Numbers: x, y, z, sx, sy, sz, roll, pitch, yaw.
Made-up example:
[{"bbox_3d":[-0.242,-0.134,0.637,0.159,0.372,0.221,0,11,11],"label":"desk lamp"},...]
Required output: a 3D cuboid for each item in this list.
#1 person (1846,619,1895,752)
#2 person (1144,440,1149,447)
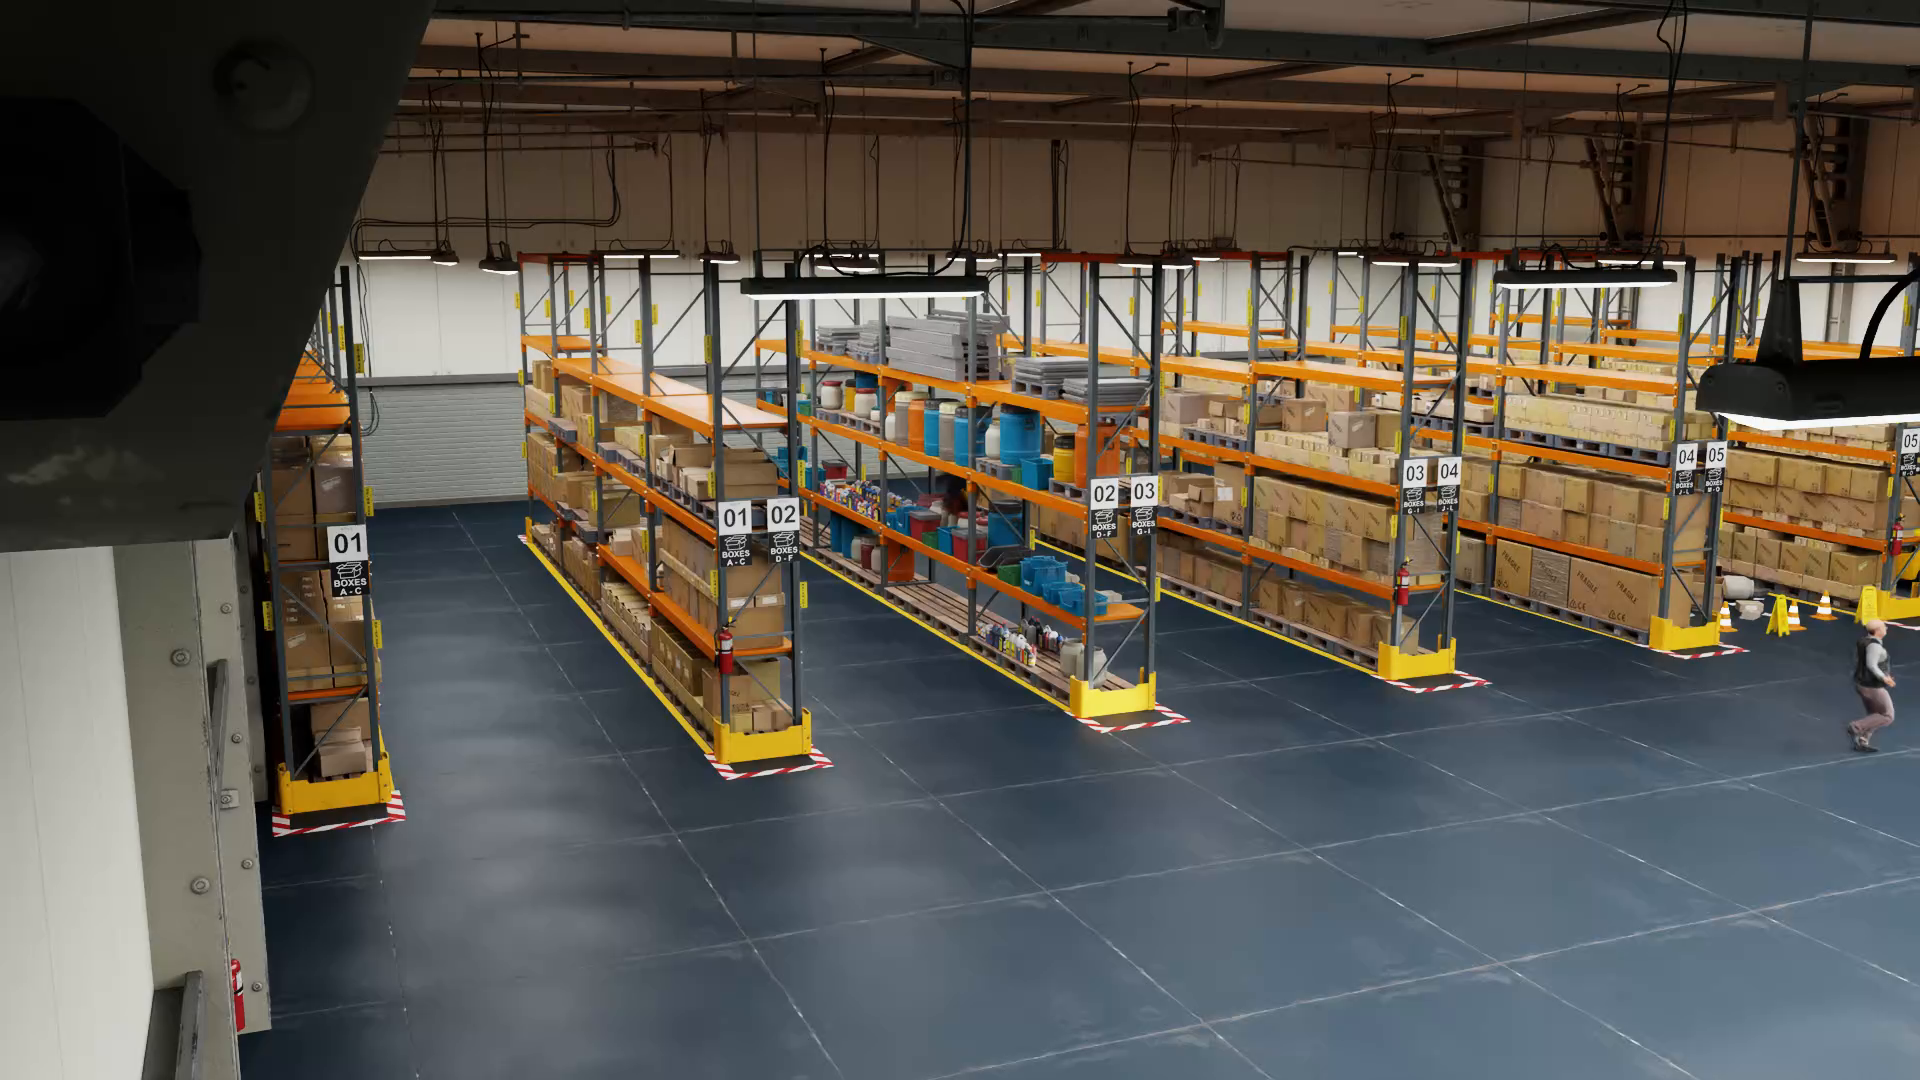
[{"bbox_3d":[11.263,1.798,20.541,0.577,1.676,0.643,2,10,9],"label":"person"},{"bbox_3d":[4.738,-1.992,41.396,0.526,1.615,0.578,-9,14,-40],"label":"person"}]
